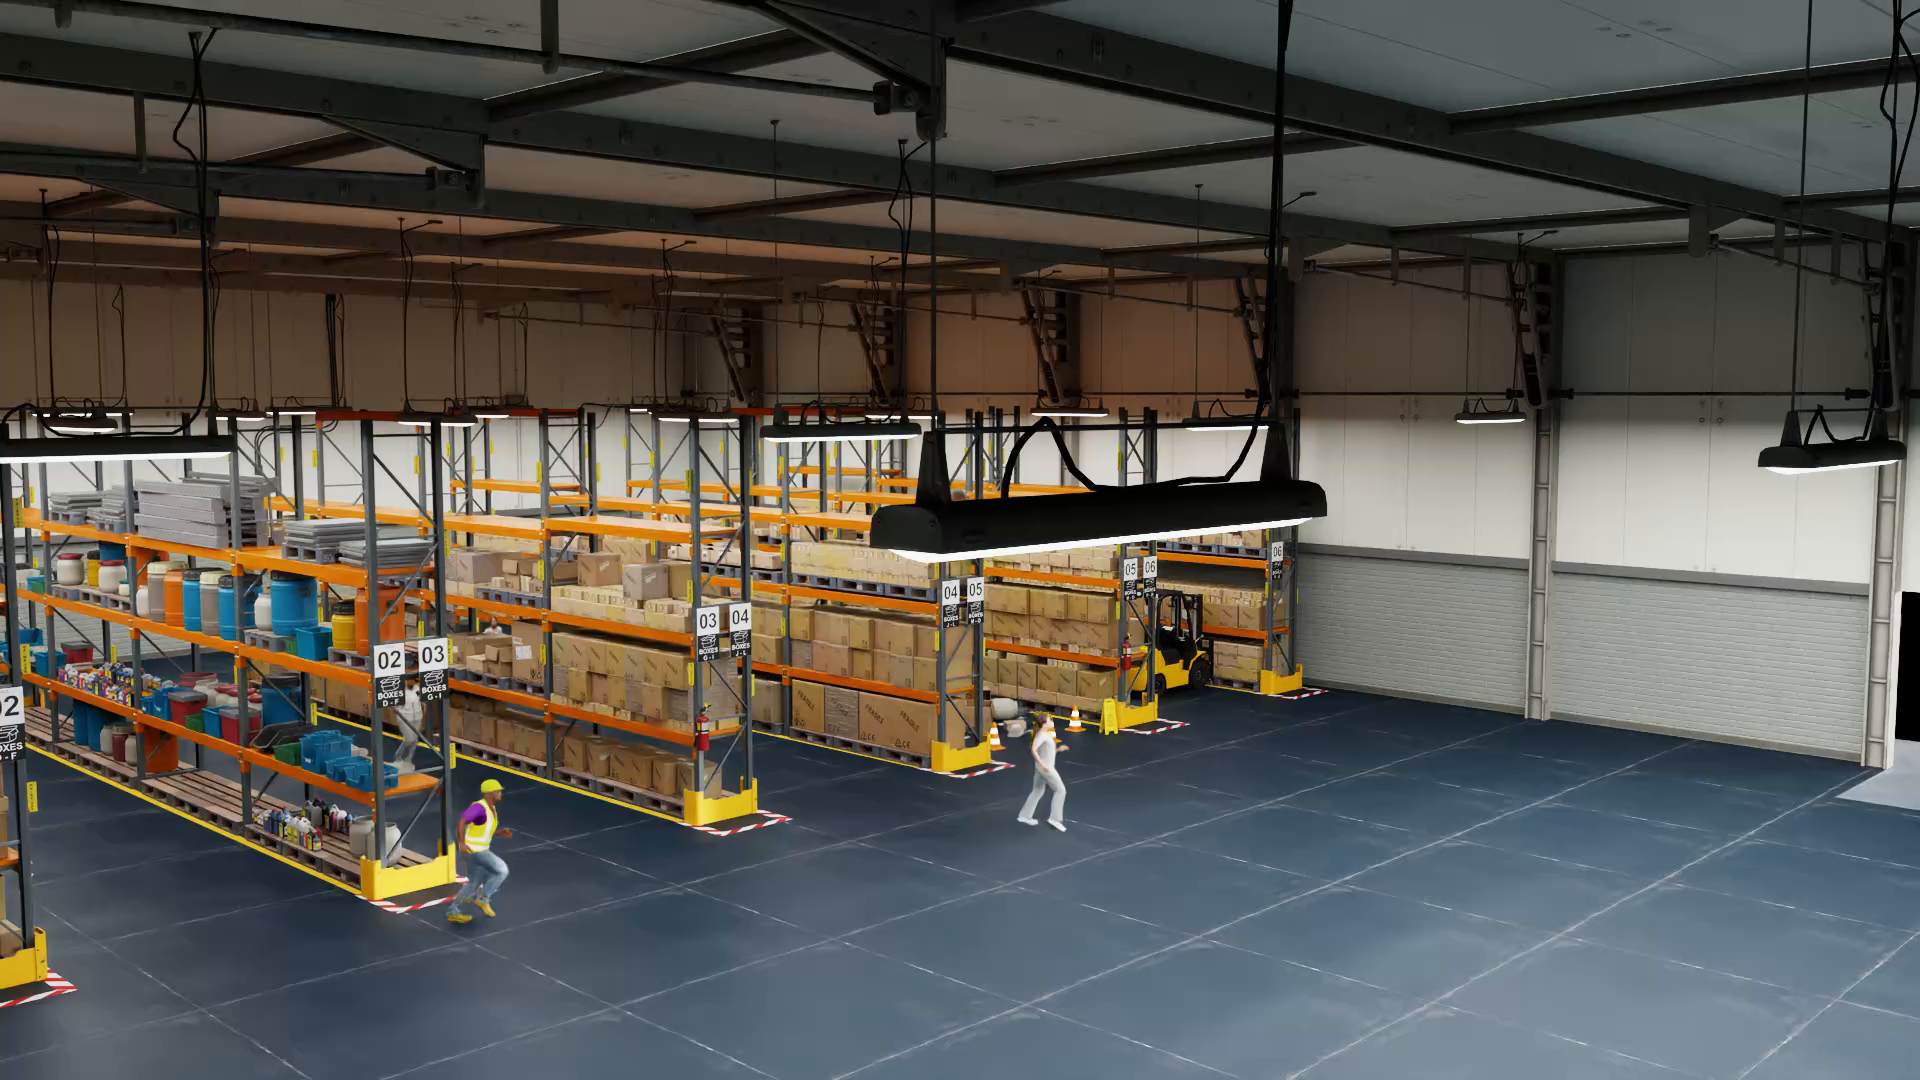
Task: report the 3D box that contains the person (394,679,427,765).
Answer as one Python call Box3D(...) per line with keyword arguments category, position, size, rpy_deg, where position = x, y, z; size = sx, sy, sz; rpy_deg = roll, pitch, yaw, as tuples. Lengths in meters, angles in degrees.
Box3D(category="person", position=(-9.238, 3.033, 28.020), size=(0.588, 1.633, 0.567), rpy_deg=(-5, 7, -42))

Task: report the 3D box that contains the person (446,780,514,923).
Box3D(category="person", position=(-5.789, 3.729, 20.040), size=(0.789, 1.657, 0.748), rpy_deg=(-1, 5, -9))

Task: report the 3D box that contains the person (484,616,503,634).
Box3D(category="person", position=(-9.982, 2.409, 35.631), size=(0.539, 1.567, 0.493), rpy_deg=(-5, 7, -42))

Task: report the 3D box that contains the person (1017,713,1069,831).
Box3D(category="person", position=(1.212, 3.364, 24.080), size=(0.753, 1.722, 0.538), rpy_deg=(-1, 5, -10))
